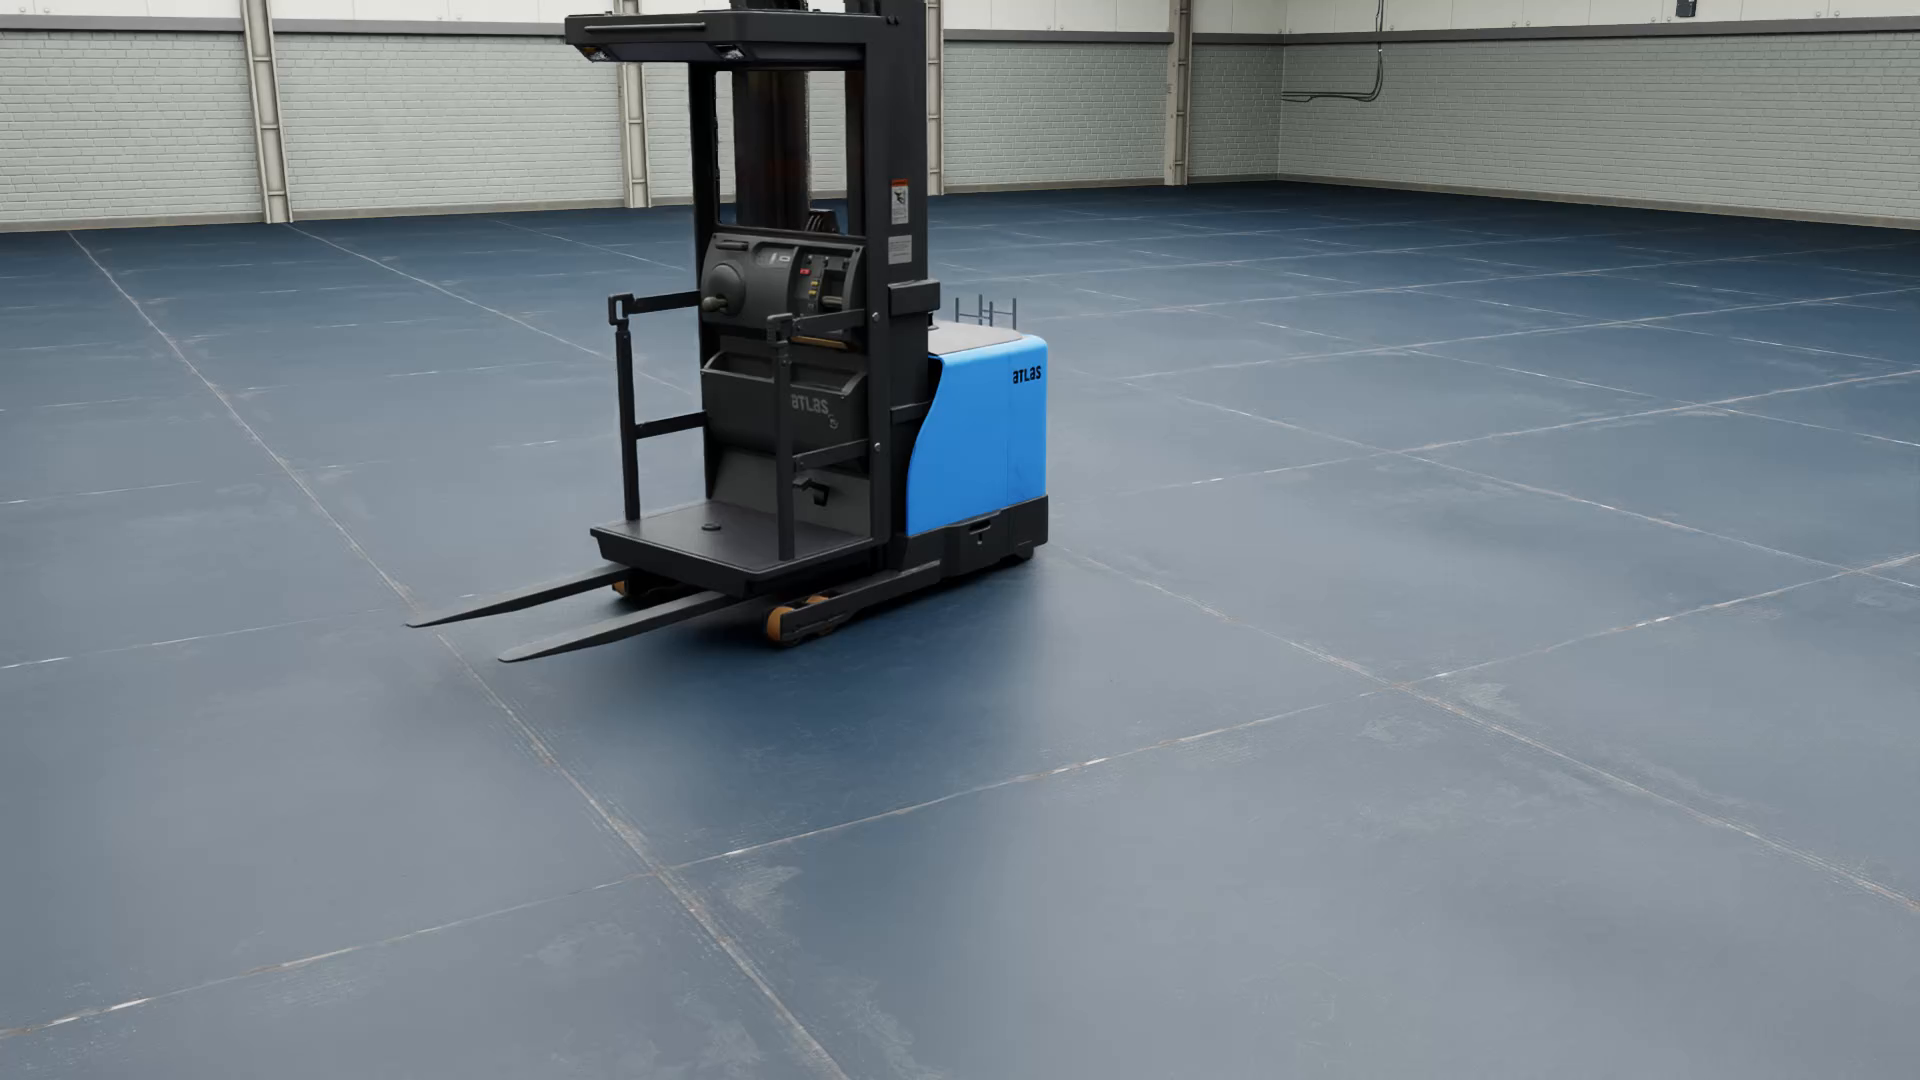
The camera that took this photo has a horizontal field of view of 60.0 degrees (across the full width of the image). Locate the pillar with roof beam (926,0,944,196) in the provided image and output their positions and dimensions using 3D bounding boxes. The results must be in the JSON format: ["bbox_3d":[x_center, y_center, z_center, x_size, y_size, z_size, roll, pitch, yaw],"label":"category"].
[{"bbox_3d":[1.656,-10.067,27.651,0.400,9.000,9.100,-9,18,-30],"label":"pillar with roof beam"}]

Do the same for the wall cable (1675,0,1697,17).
[{"bbox_3d":[12.664,-11.440,26.247,0.169,6.003,2.305,-9,18,-30],"label":"wall cable"}]

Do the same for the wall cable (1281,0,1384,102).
[{"bbox_3d":[7.789,-10.506,34.969,0.112,2.526,3.097,-9,18,-30],"label":"wall cable"}]

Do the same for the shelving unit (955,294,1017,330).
[{"bbox_3d":[0.129,-0.625,8.418,0.258,1.200,0.189,13,20,39],"label":"shelving unit"}]

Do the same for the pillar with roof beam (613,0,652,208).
[{"bbox_3d":[-3.487,-9.233,24.676,0.400,9.000,9.100,-9,18,-30],"label":"pillar with roof beam"}]

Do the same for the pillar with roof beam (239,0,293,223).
[{"bbox_3d":[-8.630,-8.399,21.701,0.400,9.000,9.100,-9,18,-30],"label":"pillar with roof beam"}]

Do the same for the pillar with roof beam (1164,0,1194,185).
[{"bbox_3d":[6.799,-10.901,30.627,0.400,9.000,9.100,-9,18,-30],"label":"pillar with roof beam"}]

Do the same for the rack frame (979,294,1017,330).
[{"bbox_3d":[0.188,-0.644,8.484,0.240,1.200,0.006,13,20,39],"label":"rack frame"}]

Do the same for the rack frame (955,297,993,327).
[{"bbox_3d":[0.069,-0.607,8.351,0.240,1.200,0.006,13,20,39],"label":"rack frame"}]

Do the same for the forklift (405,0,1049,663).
[{"bbox_3d":[-0.910,-1.125,6.993,1.130,2.935,3.031,13,20,39],"label":"forklift"}]
